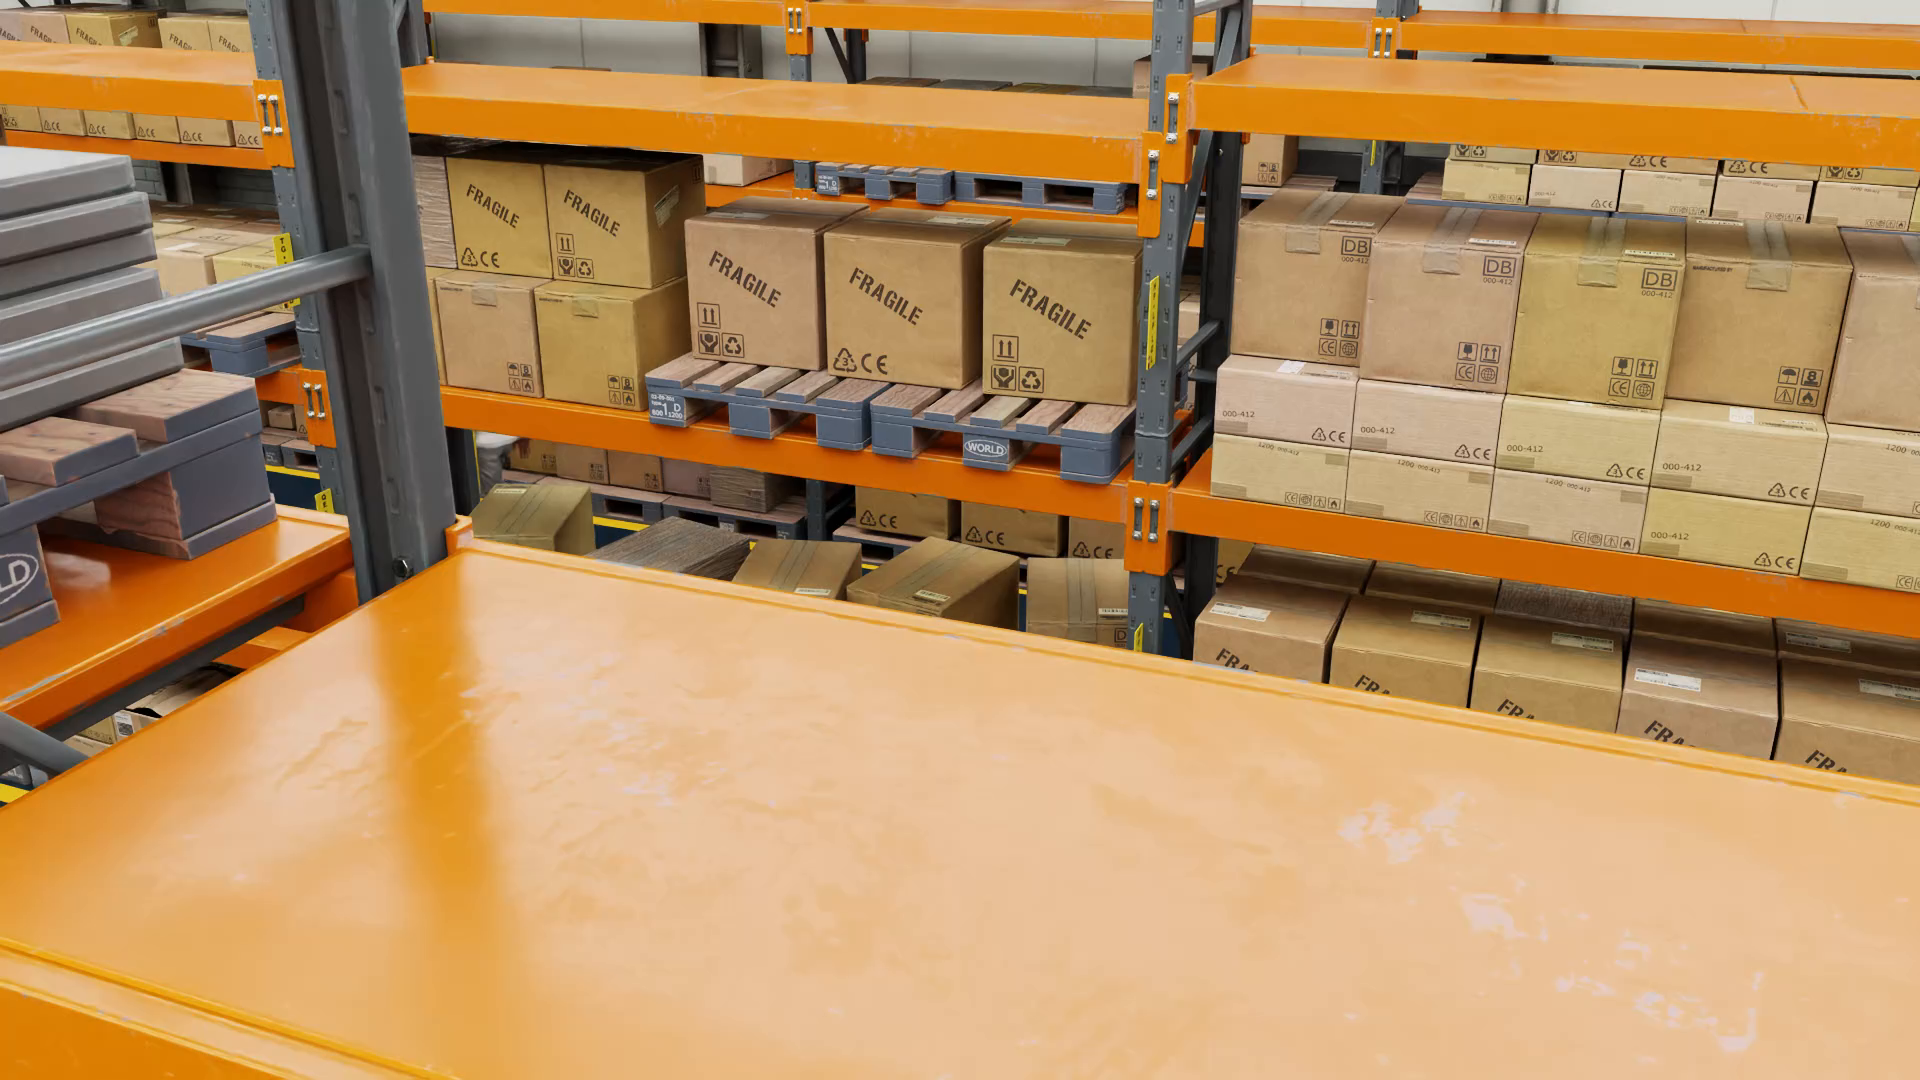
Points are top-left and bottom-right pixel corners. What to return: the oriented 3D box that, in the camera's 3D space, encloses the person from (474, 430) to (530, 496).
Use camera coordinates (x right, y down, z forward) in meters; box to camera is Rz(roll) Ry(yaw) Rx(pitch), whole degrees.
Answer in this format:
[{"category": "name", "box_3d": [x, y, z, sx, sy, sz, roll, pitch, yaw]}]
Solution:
[{"category": "person", "box_3d": [-3.603, -0.734, 12.686, 0.482, 1.808, 0.584, 10, 24, 22]}]
